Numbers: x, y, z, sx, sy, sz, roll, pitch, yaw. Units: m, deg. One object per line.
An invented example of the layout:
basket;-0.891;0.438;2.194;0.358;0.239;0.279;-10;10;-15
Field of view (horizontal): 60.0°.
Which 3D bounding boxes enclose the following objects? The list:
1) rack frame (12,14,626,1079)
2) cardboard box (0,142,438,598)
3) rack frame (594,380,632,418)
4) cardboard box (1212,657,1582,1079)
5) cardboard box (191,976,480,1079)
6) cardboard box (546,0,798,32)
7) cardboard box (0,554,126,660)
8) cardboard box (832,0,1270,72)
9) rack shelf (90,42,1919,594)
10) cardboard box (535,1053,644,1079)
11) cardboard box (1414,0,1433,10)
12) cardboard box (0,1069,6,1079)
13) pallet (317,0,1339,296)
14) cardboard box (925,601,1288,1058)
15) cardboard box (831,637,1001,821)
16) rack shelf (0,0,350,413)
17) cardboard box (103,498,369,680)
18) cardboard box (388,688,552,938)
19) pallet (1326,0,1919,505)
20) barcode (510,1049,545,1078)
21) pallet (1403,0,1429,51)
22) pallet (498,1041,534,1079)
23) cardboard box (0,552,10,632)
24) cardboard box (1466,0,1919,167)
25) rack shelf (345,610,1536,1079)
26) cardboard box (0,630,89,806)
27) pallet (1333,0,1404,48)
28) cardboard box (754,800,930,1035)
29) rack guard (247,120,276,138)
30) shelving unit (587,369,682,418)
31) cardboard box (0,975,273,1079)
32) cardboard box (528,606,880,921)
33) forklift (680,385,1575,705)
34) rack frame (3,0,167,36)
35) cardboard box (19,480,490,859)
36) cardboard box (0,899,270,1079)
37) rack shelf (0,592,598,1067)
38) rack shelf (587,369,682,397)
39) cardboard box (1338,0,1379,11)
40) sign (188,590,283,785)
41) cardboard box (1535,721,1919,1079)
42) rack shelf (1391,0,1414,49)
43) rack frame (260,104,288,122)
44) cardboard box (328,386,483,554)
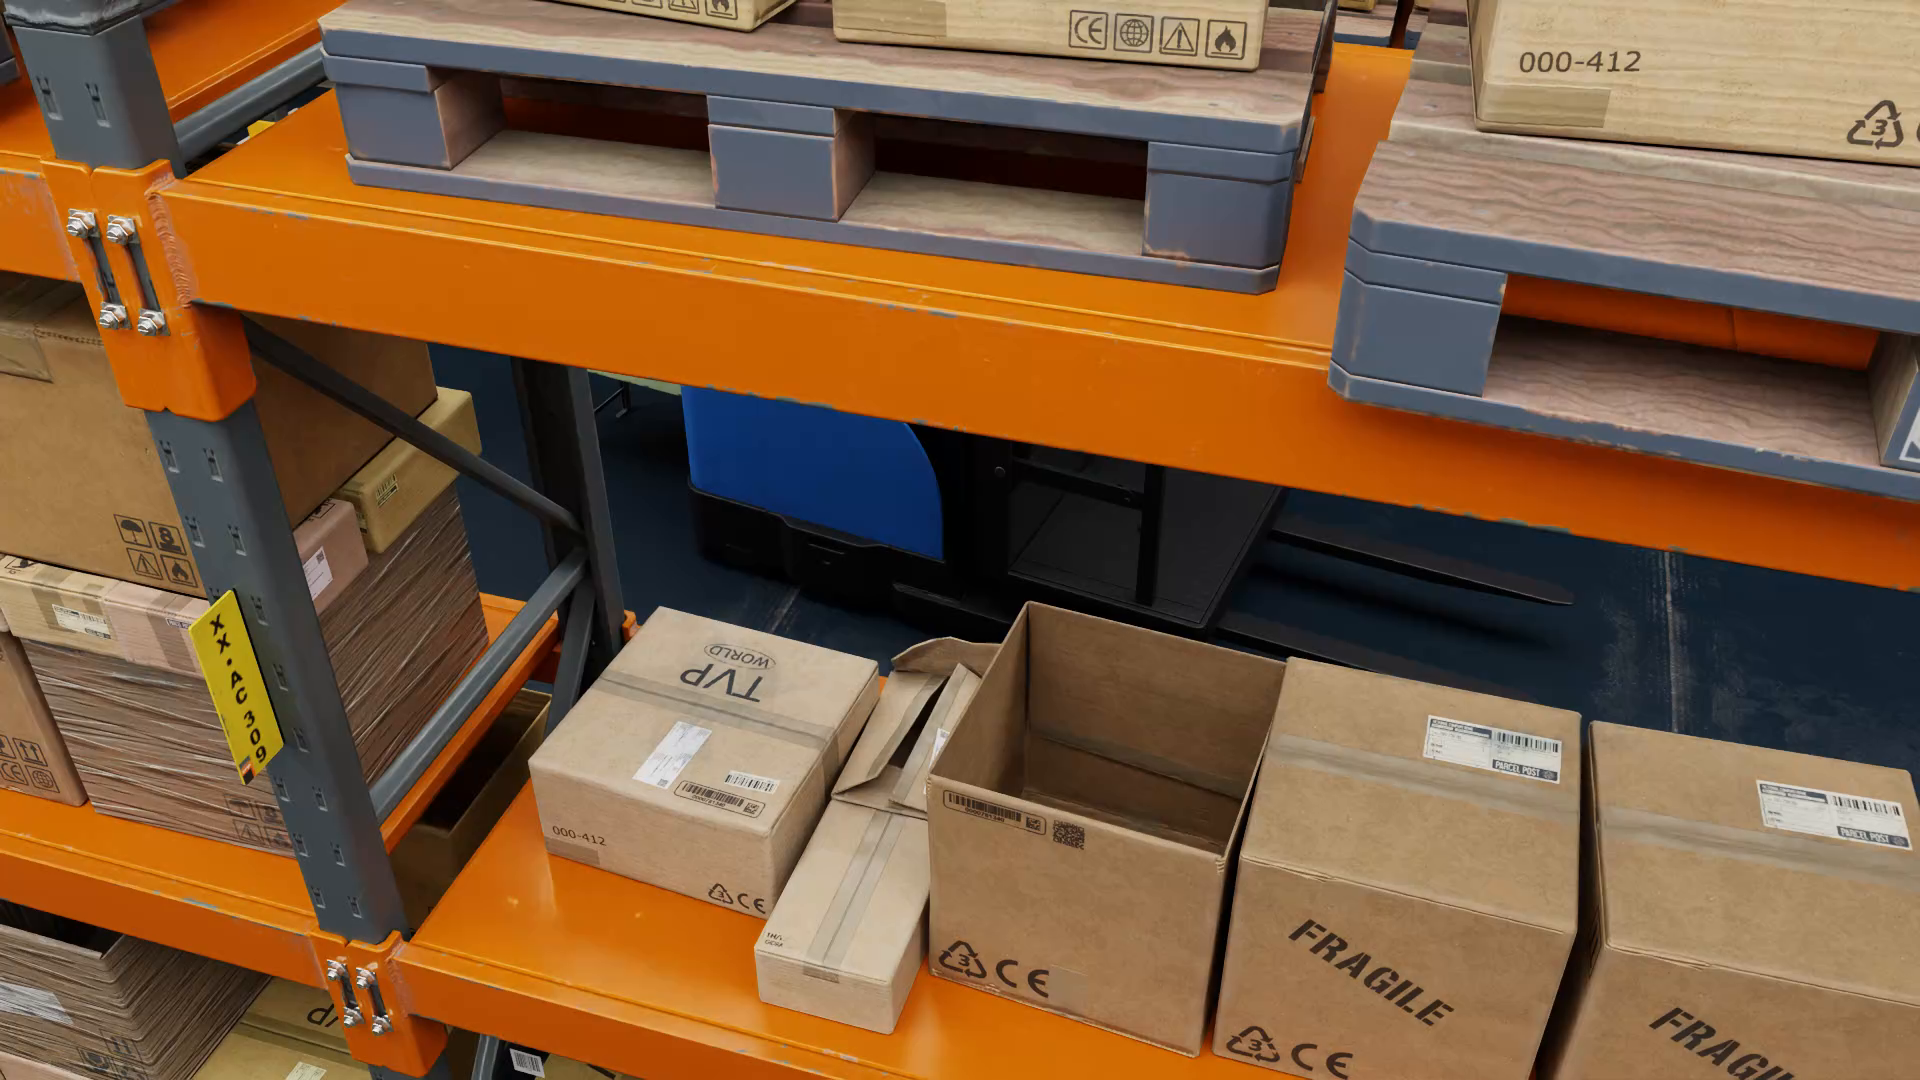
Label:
rack frame;-0.966;0.301;3.311;0.127;3.000;1.000;10;38;14
cardboard box;-1.391;-0.337;2.998;0.500;0.500;0.700;11;38;14
rack frame;-1.477;-1.055;6.418;0.023;1.500;0.400;16;39;20
cardboard box;0.743;0.587;2.837;0.500;0.500;0.500;11;38;14
cardboard box;-1.474;1.281;3.944;0.500;0.250;0.500;10;38;14
cardboard box;-0.381;-0.901;2.186;0.500;0.250;0.500;14;39;19
cardboard box;-1.525;0.028;3.050;0.250;0.149;0.380;10;37;13
cardboard box;0.144;-0.806;2.056;0.500;0.250;0.500;7;37;9
rack shelf;0.943;-0.264;2.154;4.000;0.370;1.077;10;38;14
cardboard box;-0.646;1.227;3.544;0.500;0.311;0.500;11;38;14
cardboard box;2.152;-2.409;6.537;0.500;0.500;0.700;16;39;20
cardboard box;-2.430;1.107;4.181;0.500;0.250;0.500;10;38;14
pallet;-0.120;-0.681;2.276;1.217;0.209;0.805;9;37;12
cardboard box;0.265;0.499;2.957;0.500;0.500;0.500;13;38;17
cardboard box;-0.072;0.407;3.280;0.258;0.266;0.396;10;37;13
rack shelf;-2.875;-0.971;3.115;4.000;0.370;1.077;10;38;14
cardboard box;-1.289;0.073;2.989;0.250;0.149;0.380;10;38;14
cardboard box;-1.315;0.678;4.131;0.500;0.500;0.500;10;38;14
pallet;1.109;-0.389;1.877;1.213;0.211;1.003;12;38;16
barcode;-0.847;1.025;3.255;0.075;0.075;0.001;10;38;14
pallet;2.424;-2.045;6.660;1.213;0.211;1.003;10;38;14
pallet;-1.713;1.260;4.360;1.213;0.211;1.003;10;38;14
cardboard box;-1.776;-0.017;3.111;0.250;0.149;0.380;9;37;13
cardboard box;0.841;-0.643;1.835;0.500;0.250;0.500;7;37;10
rack shelf;0.943;0.944;3.043;4.000;0.370;1.077;10;38;14
cardboard box;-1.897;0.096;3.504;0.500;0.500;0.700;10;38;13
pallet;1.194;-2.208;6.881;1.213;0.211;1.003;10;38;14
cardboard box;-0.181;0.674;3.015;0.250;0.149;0.380;10;38;14
rack guard;-3.238;-2.189;8.803;0.348;0.500;1.175;10;38;14
shelving unit;-1.147;-0.962;6.291;0.755;1.500;0.431;16;39;20
cardboard box;-1.948;1.187;4.072;0.500;0.250;0.500;10;38;14
cardboard box;-0.483;0.424;3.270;0.500;0.250;0.500;13;38;17
forklift;0.569;-1.021;5.164;3.031;2.935;1.130;16;39;20
rack frame;-0.966;-2.115;1.532;0.127;3.000;1.000;10;38;14
cardboard box;-1.391;0.186;3.383;0.500;0.500;0.700;10;37;13
cardboard box;-1.948;0.884;3.851;0.500;0.500;0.500;10;38;14
rack shelf;-2.875;0.237;4.004;4.000;0.370;1.077;10;38;14
rack shelf;-1.147;-0.699;6.484;0.720;0.370;0.431;16;39;20
cardboard box;1.514;-2.508;6.671;0.500;0.500;0.700;14;39;19
sign;-1.130;0.235;2.603;0.005;0.325;0.100;10;38;14
cardboard box;1.246;0.680;2.711;0.500;0.500;0.500;9;37;11
rack shelf;2.417;-1.859;6.852;4.000;0.370;1.077;10;38;14
rack frame;-3.311;-3.209;8.080;0.127;3.000;1.000;10;38;14
cardboard box;-1.165;-0.158;3.302;0.250;0.149;0.380;10;38;14
